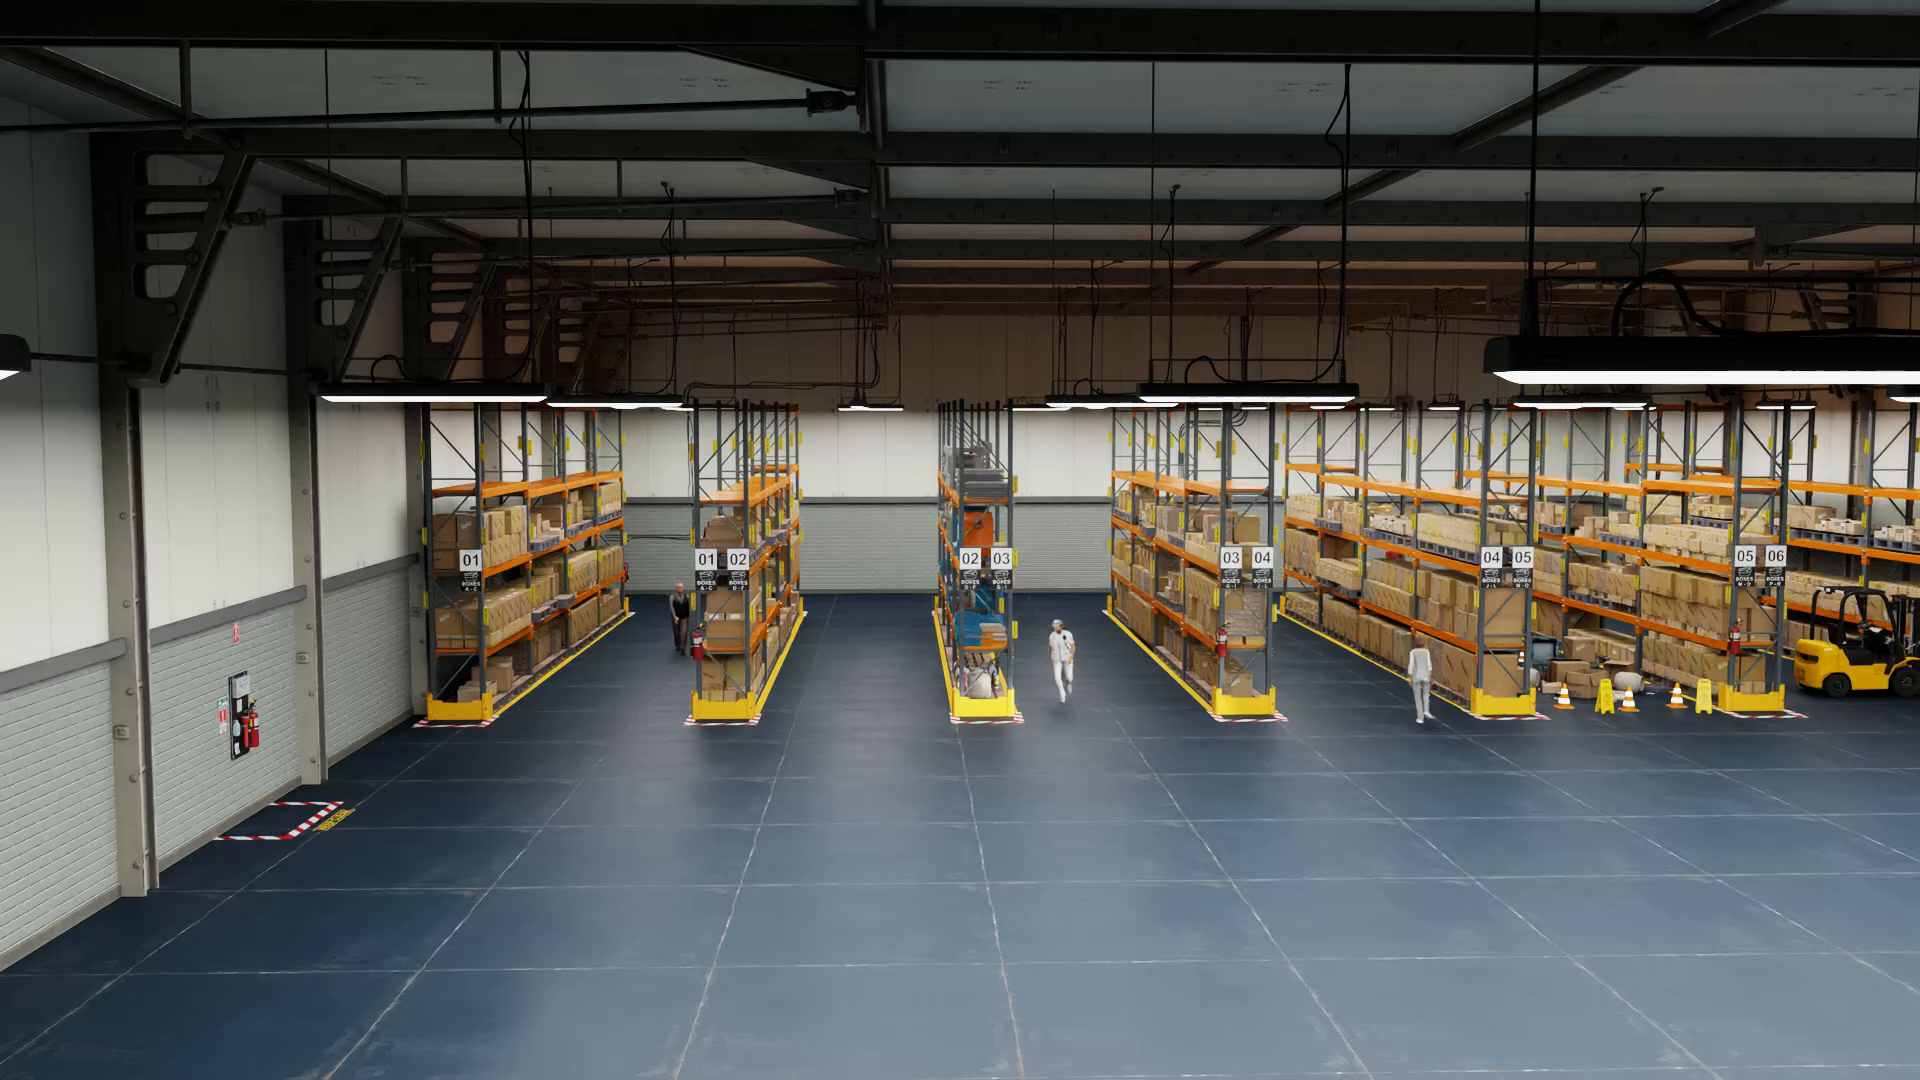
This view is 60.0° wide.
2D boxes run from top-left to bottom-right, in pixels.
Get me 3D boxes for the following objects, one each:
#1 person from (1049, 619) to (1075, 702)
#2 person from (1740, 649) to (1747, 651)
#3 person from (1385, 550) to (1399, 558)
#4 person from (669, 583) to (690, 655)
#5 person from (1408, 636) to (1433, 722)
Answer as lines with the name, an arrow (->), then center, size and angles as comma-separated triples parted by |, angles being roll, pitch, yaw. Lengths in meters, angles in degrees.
person -> 2.037, 2.393, 33.261 | 0.538, 1.636, 0.575 | 1, 4, 12
person -> 17.042, 2.219, 36.394 | 0.478, 1.492, 0.707 | -1, 4, -11
person -> 13.620, 0.900, 52.300 | 0.991, 1.683, 0.534 | -1, 4, -14
person -> -6.672, 1.865, 39.639 | 0.510, 1.665, 0.967 | -1, 4, -13
person -> 8.532, 2.580, 30.813 | 0.456, 1.586, 0.441 | 0, 4, 4
